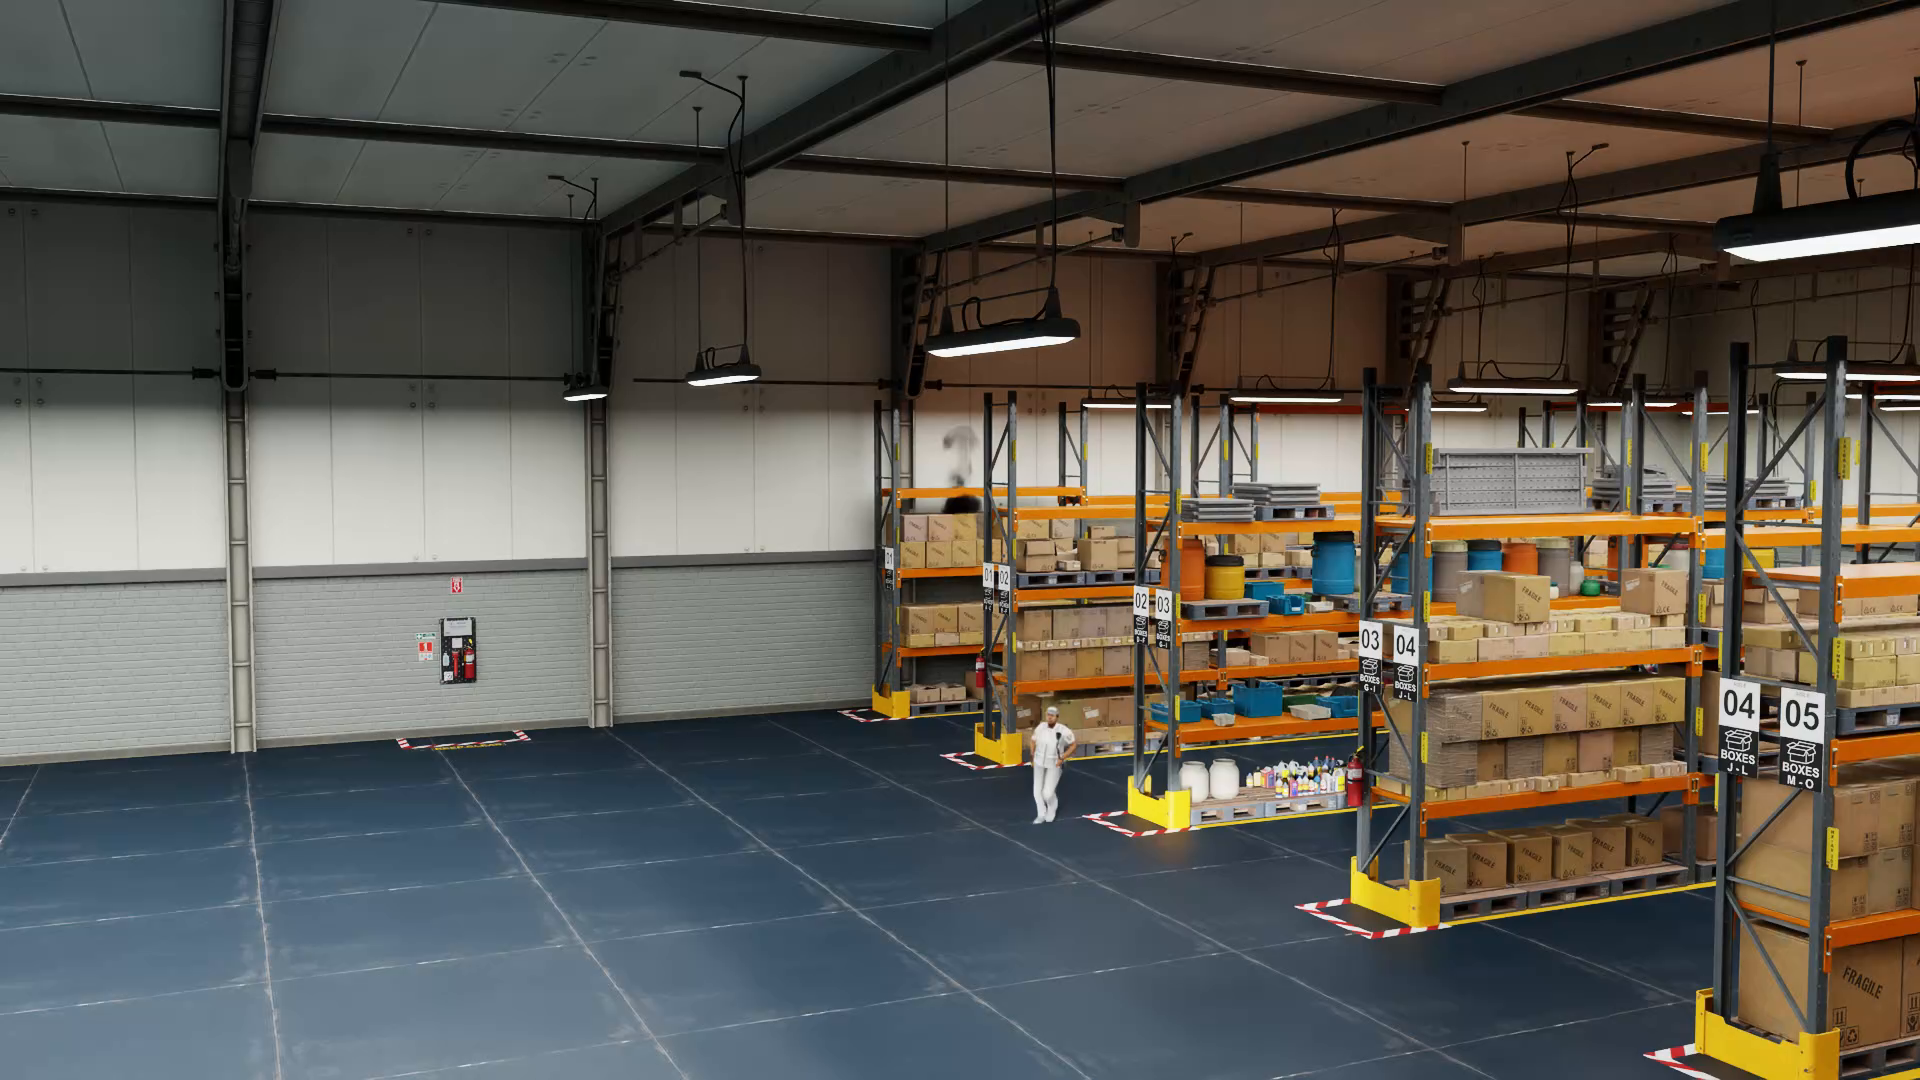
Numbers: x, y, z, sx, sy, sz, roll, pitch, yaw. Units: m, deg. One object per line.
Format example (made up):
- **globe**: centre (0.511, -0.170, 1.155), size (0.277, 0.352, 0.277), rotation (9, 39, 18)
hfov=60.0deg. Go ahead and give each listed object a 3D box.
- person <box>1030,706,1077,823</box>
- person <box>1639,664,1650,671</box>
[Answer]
- **person**: centre (1.203, 3.048, 22.421), size (0.618, 1.613, 0.562), rotation (2, 4, 26)
- **person**: centre (12.529, 2.527, 30.511), size (0.764, 1.766, 0.693), rotation (-2, 4, -34)
